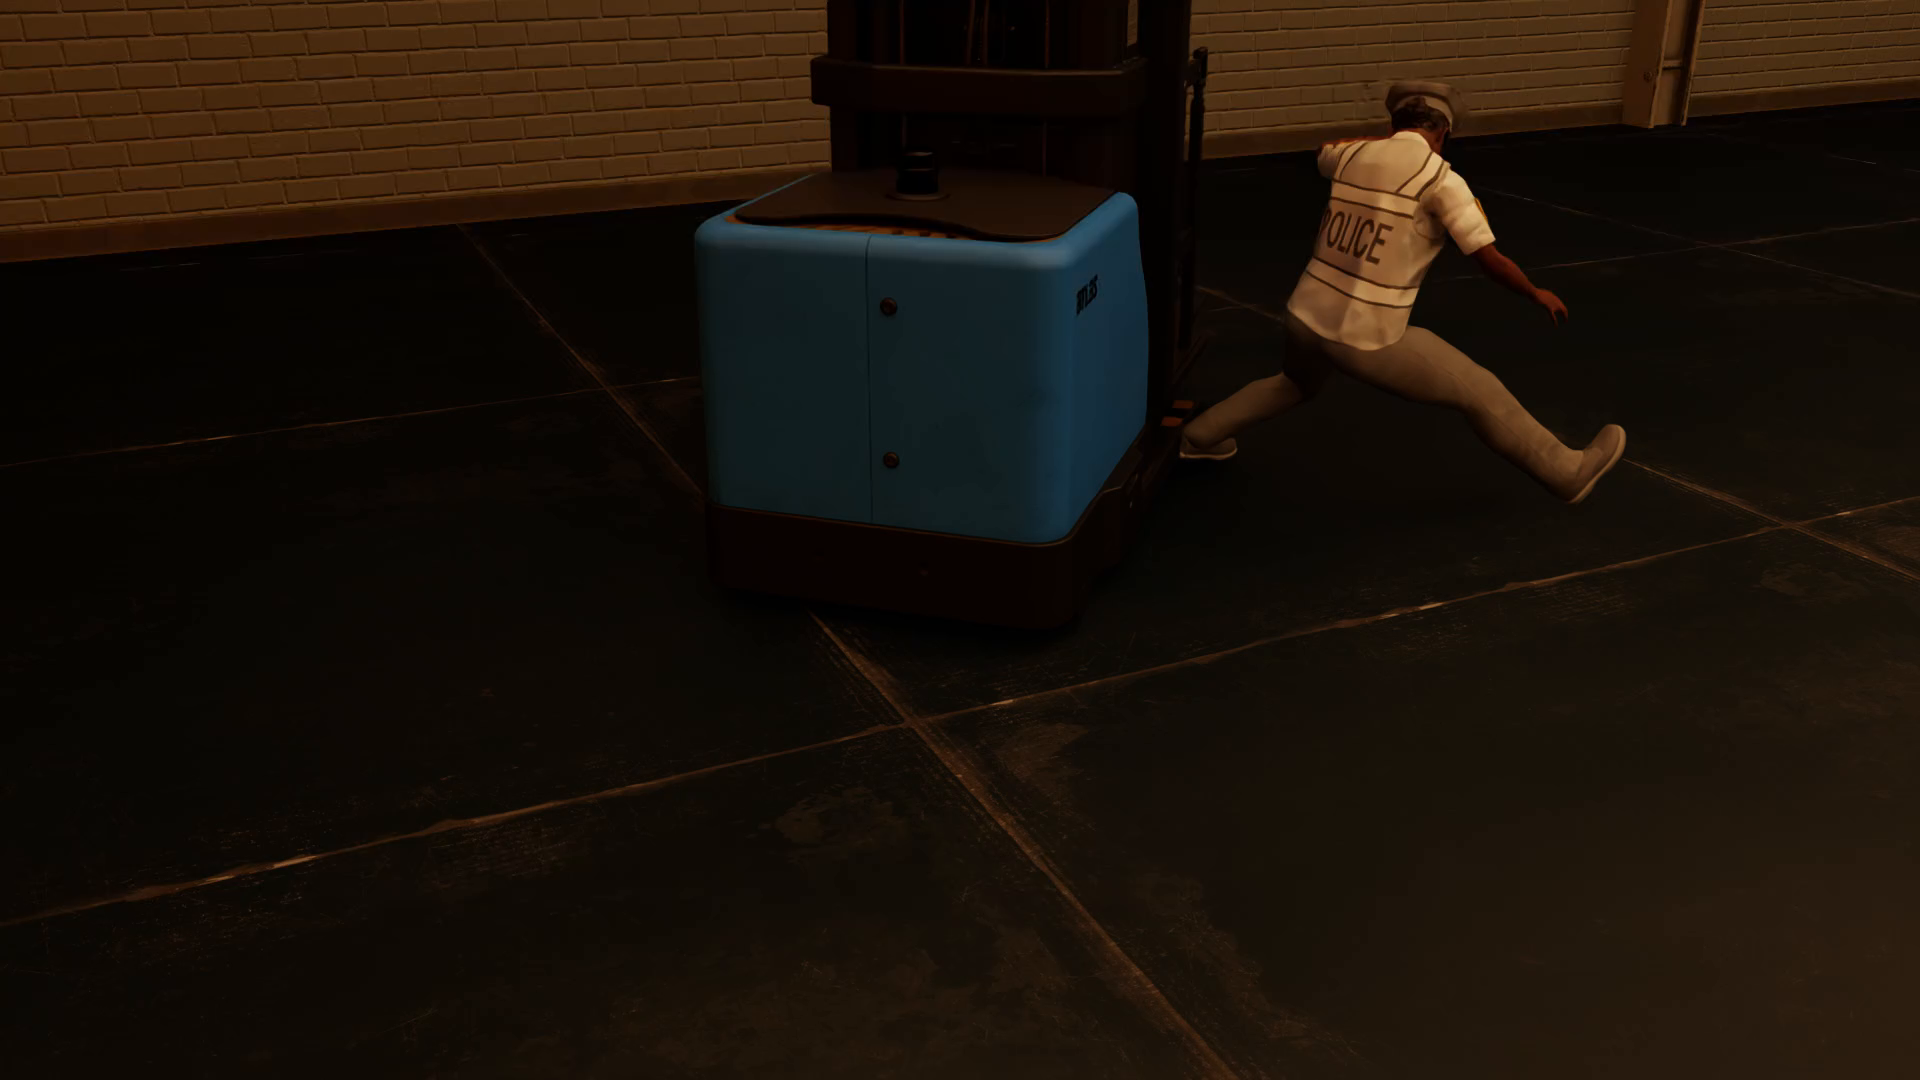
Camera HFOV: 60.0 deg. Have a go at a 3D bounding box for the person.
[{"bbox_3d":[1.393,-0.781,5.238,1.010,1.291,1.120,-13,26,-29],"label":"person"}]

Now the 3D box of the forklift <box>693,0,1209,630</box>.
[{"bbox_3d":[0.231,-1.655,5.270,1.130,2.935,3.031,7,24,17],"label":"forklift"}]
